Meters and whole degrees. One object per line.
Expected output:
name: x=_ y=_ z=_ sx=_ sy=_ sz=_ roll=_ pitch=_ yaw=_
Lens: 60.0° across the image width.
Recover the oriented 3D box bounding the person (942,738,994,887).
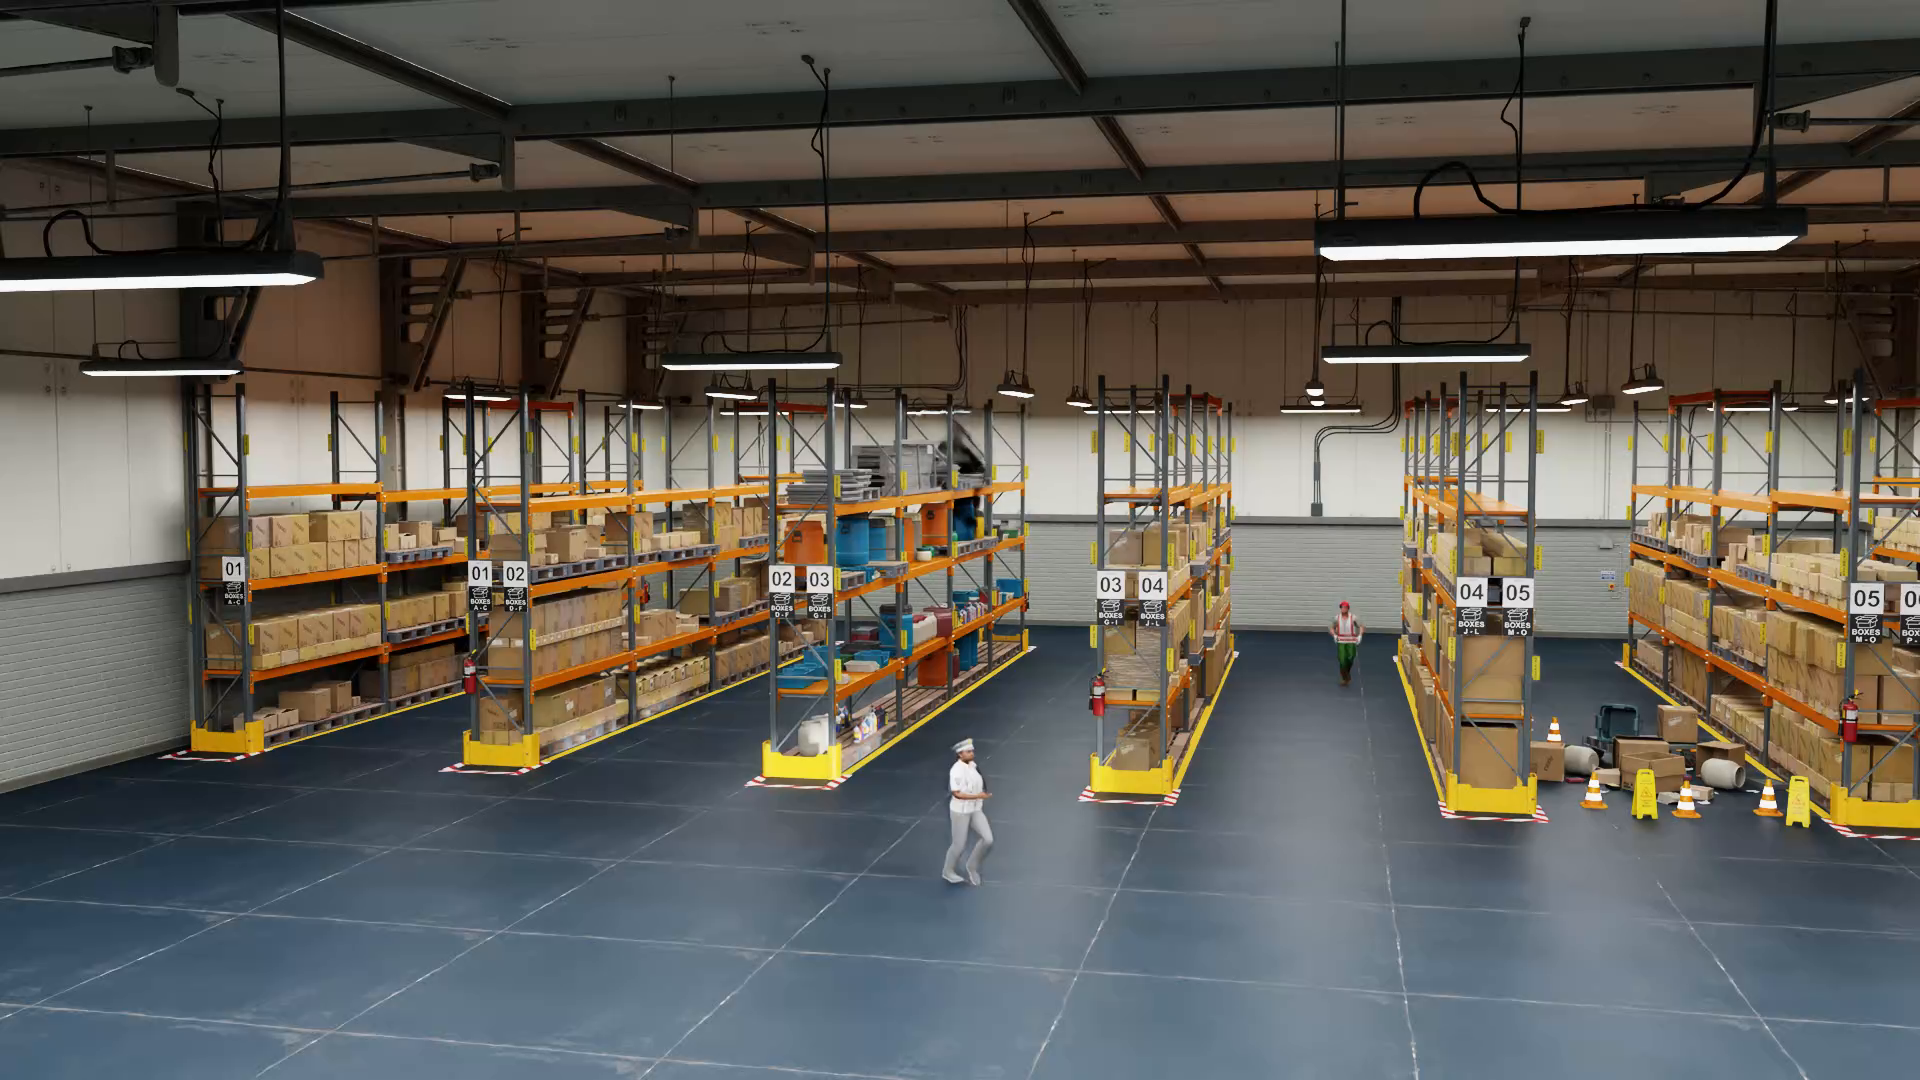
person: x=0.093 y=3.083 z=18.797 sx=0.688 sy=1.706 sz=0.525 roll=3 pitch=4 yaw=42

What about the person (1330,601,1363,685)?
person: x=8.018 y=2.152 z=34.568 sx=0.670 sy=1.742 sz=0.530 roll=1 pitch=3 yaw=19
